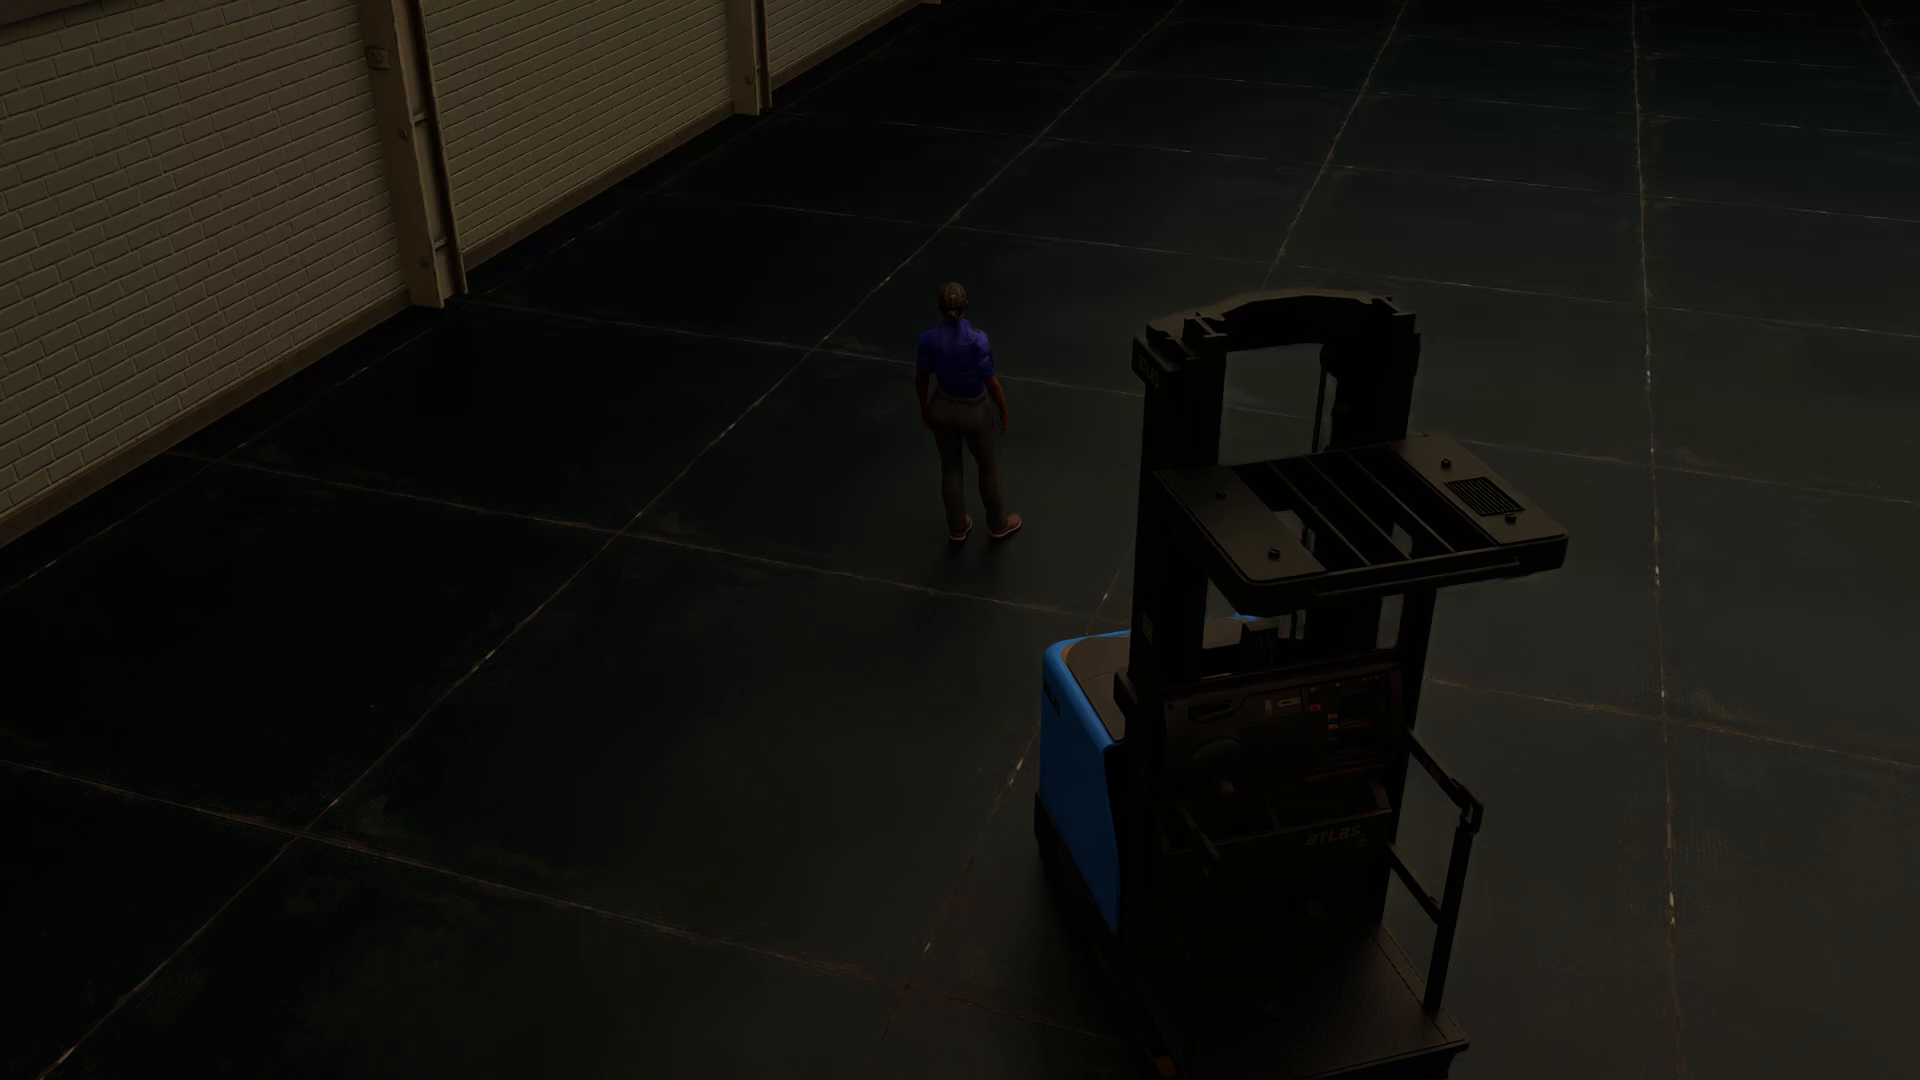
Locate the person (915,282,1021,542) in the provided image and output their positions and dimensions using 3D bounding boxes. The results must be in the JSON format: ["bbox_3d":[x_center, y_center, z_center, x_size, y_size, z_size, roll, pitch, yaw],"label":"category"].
[{"bbox_3d":[0.047,-0.763,9.749,0.569,1.654,0.504,10,31,16],"label":"person"}]

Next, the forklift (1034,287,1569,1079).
[{"bbox_3d":[1.236,0.736,5.846,1.130,2.935,3.031,-8,31,-14],"label":"forklift"}]
